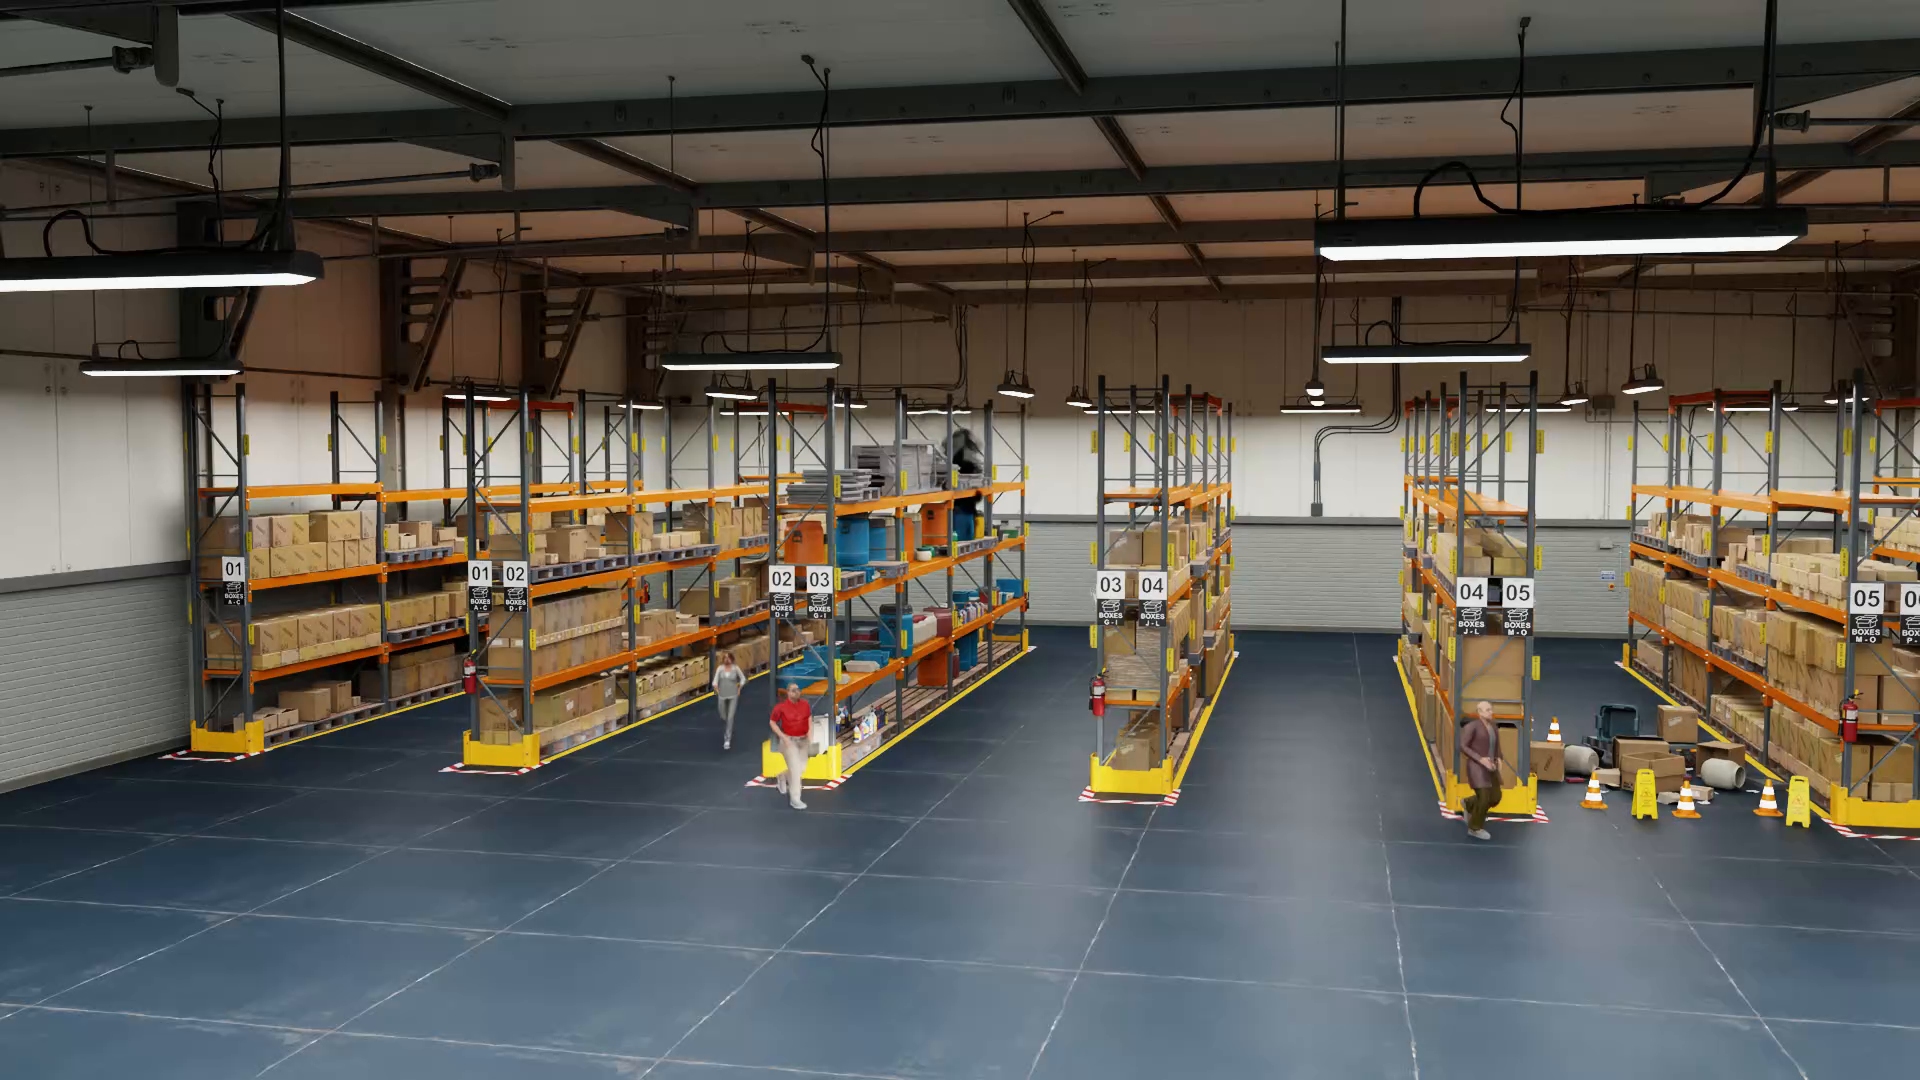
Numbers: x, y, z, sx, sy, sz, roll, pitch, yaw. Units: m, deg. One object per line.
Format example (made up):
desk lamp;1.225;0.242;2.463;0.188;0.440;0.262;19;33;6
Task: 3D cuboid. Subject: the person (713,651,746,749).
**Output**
person;-3.845;2.641;27.656;0.537;1.578;0.779;0;3;-1

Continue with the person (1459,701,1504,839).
person;6.686;2.930;21.324;0.762;1.739;0.678;-2;4;-31

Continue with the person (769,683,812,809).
person;-2.344;2.828;23.120;0.659;1.719;0.776;-3;4;-39
